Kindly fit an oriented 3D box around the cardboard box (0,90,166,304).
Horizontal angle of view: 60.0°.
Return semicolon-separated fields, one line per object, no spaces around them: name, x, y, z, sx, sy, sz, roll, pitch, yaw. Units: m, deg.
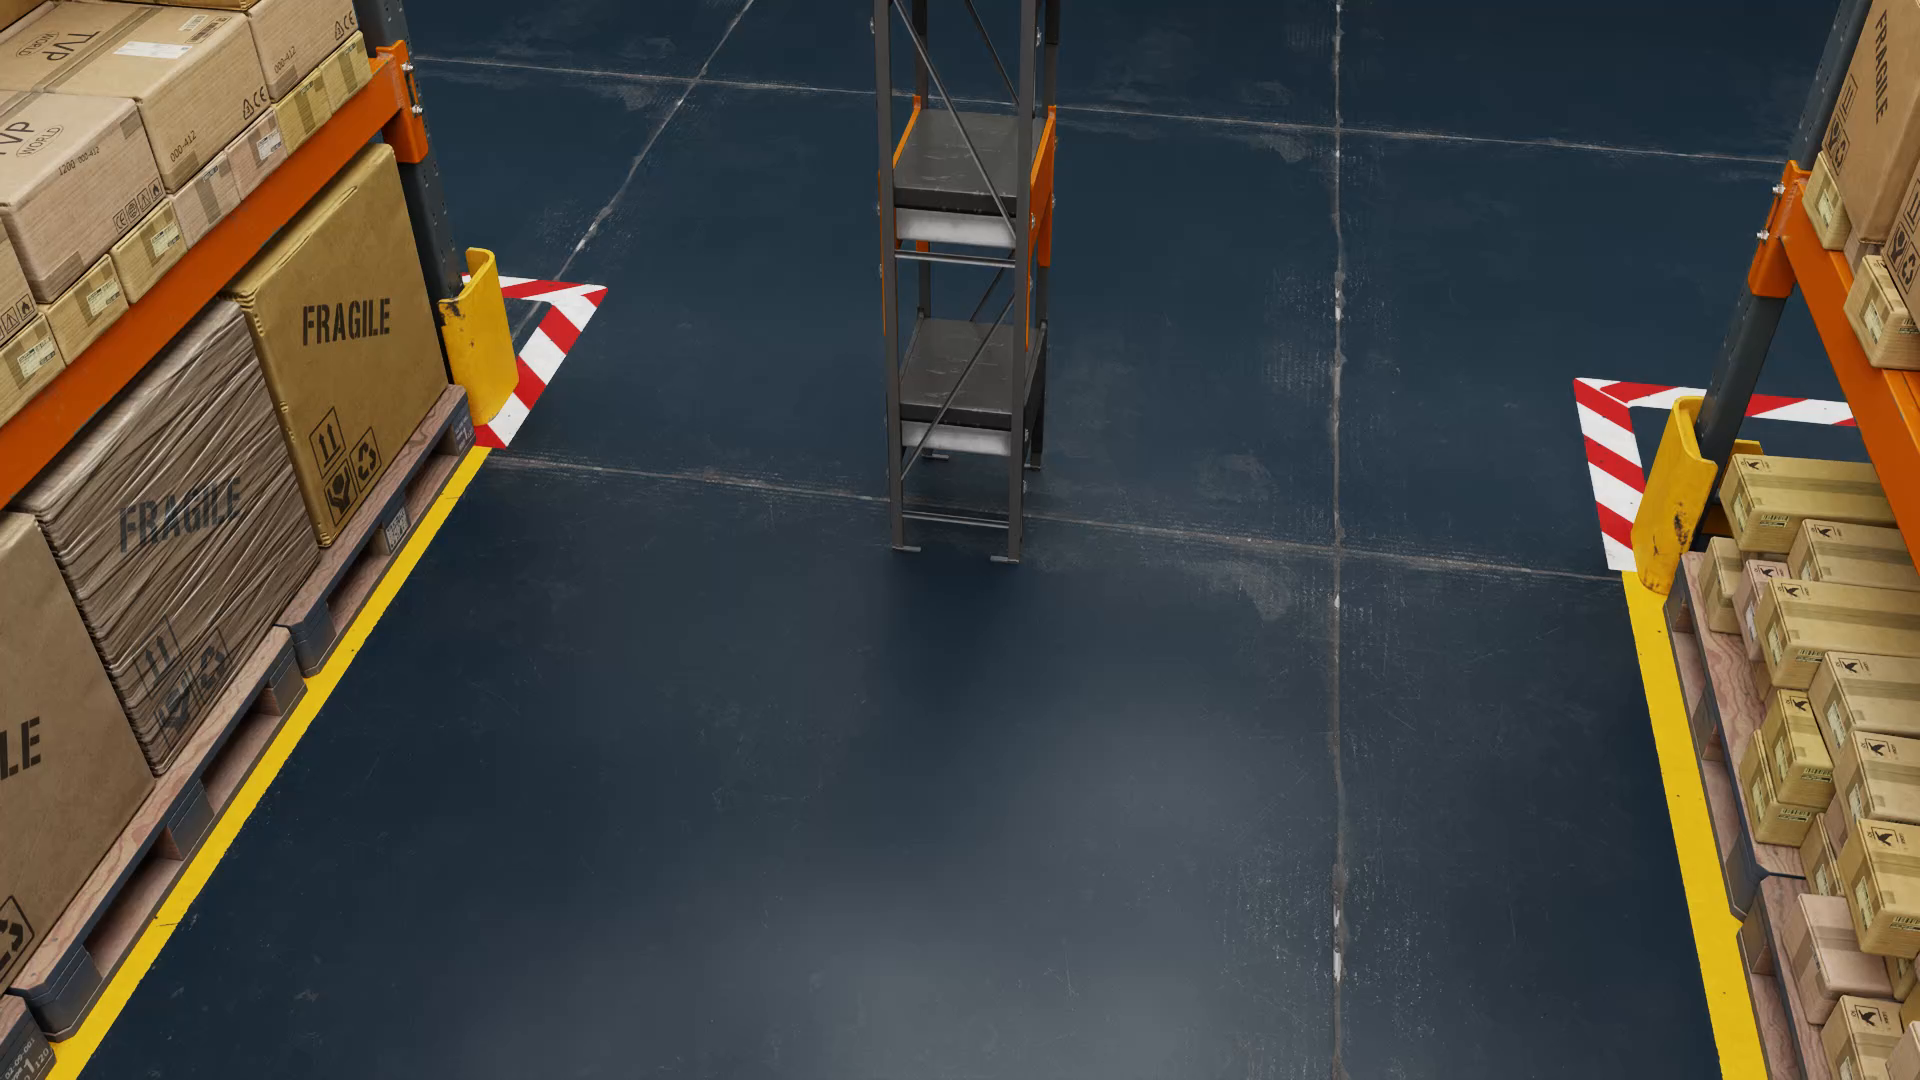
cardboard box;-2.172;-0.782;3.726;0.500;0.250;0.500;5;40;6

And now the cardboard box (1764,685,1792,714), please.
cardboard box;2.288;0.474;4.230;0.380;0.149;0.250;7;40;8

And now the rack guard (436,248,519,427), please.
rack guard;-2.169;-0.748;5.763;1.175;0.500;0.348;6;40;8

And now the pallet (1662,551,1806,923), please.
pallet;2.506;0.542;4.429;1.003;0.211;1.213;6;40;8

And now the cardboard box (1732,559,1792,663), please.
cardboard box;2.248;0.202;4.326;0.380;0.149;0.250;6;40;7

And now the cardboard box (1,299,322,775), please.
cardboard box;-2.363;-0.058;4.304;0.875;0.875;0.875;6;40;8

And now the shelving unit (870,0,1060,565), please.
shelving unit;0.029;-0.913;4.707;0.431;2.100;0.503;6;40;8

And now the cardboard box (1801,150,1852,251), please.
cardboard box;2.315;-0.822;4.088;0.380;0.149;0.250;6;40;7

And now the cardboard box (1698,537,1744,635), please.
cardboard box;2.288;0.144;4.629;0.380;0.149;0.250;7;40;9

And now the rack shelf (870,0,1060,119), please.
rack shelf;0.029;-1.442;4.269;0.431;0.518;0.480;6;40;8

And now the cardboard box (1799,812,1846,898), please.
cardboard box;2.185;0.793;3.845;0.380;0.149;0.250;6;40;8

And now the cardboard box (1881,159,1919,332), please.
cardboard box;2.277;-0.649;3.370;0.500;0.500;0.500;6;40;8

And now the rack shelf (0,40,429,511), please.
rack shelf;-2.519;-0.164;3.659;1.077;0.370;4.000;6;40;8

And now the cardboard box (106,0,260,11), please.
cardboard box;-1.999;-1.708;4.257;0.500;0.500;0.500;7;40;8

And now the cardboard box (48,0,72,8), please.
cardboard box;-2.522;-1.482;4.573;0.500;0.250;0.500;5;40;6

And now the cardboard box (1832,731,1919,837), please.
cardboard box;2.151;0.581;3.634;0.380;0.149;0.250;8;40;9

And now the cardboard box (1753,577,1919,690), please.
cardboard box;2.170;0.243;4.043;0.380;0.149;0.250;6;40;8

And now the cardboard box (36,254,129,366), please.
cardboard box;-2.130;-0.536;3.741;0.380;0.149;0.250;7;40;8

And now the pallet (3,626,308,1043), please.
pallet;-2.448;0.652;4.296;1.003;0.211;1.213;6;40;8

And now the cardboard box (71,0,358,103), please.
cardboard box;-1.996;-1.420;4.498;0.500;0.250;0.500;6;40;7

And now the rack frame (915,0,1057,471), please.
rack frame;0.071;-1.066;4.892;0.400;2.100;0.015;6;40;8

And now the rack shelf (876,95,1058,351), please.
rack shelf;0.029;-0.903;4.715;0.431;0.518;0.480;6;40;8

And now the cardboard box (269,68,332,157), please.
cardboard box;-1.954;-1.177;4.516;0.380;0.149;0.250;7;40;8

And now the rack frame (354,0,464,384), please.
rack frame;-2.173;-1.697;4.948;1.000;3.000;0.127;6;40;8

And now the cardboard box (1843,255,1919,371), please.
cardboard box;2.213;-0.495;3.692;0.380;0.149;0.250;5;40;6

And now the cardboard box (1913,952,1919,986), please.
cardboard box;2.112;0.909;3.237;0.380;0.149;0.250;6;40;8

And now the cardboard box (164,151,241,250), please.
cardboard box;-2.043;-0.862;4.136;0.380;0.149;0.250;7;40;8

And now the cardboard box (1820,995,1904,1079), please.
cardboard box;2.034;1.116;3.453;0.380;0.149;0.250;6;40;8

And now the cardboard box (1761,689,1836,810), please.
cardboard box;2.141;0.515;3.948;0.380;0.149;0.250;8;40;9

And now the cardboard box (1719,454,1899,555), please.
cardboard box;2.269;-0.087;4.442;0.380;0.149;0.250;5;40;6

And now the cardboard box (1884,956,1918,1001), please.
cardboard box;2.183;0.866;3.522;0.380;0.149;0.250;8;40;10
